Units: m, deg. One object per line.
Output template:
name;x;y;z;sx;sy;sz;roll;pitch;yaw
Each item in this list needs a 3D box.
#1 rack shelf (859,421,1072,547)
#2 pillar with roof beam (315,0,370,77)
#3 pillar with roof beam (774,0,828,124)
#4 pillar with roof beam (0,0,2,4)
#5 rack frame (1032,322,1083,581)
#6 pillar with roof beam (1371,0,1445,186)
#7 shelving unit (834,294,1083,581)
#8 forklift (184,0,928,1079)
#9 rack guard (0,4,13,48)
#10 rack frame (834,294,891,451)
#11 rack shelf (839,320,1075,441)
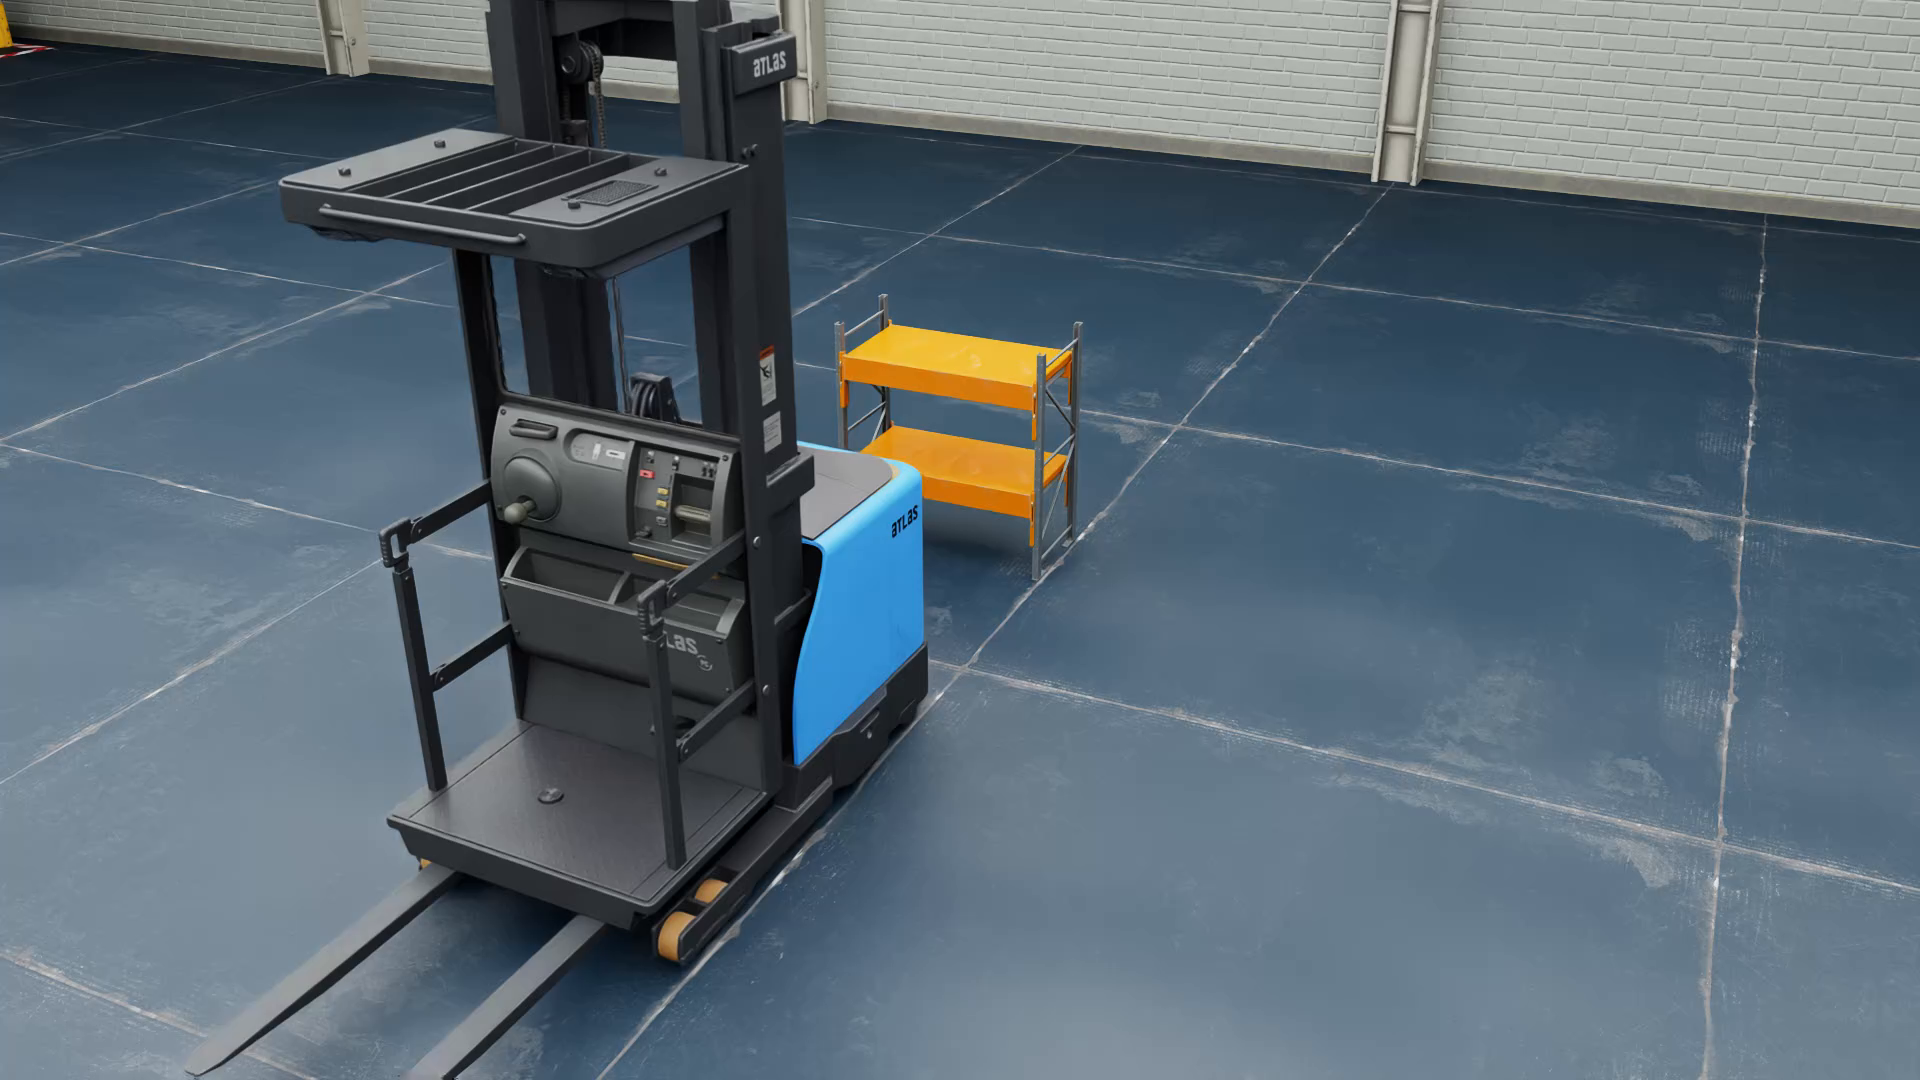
rack shelf;-0.006;-0.287;8.112;1.000;0.278;0.538;11;28;22
pillar with roof beam;-8.833;-7.696;13.694;0.400;9.000;9.100;11;28;22
pillar with roof beam;-3.371;-6.599;11.466;0.400;9.000;9.100;11;28;22
pillar with roof beam;-14.295;-8.793;15.922;0.400;9.000;9.100;11;28;22
rack frame;0.457;-0.413;7.815;0.032;1.125;0.500;11;28;22
pillar with roof beam;2.091;-5.502;9.237;0.400;9.000;9.100;11;28;22
shelving unit;-0.006;-0.506;8.004;1.048;1.125;0.538;11;28;22
forklift;-1.233;-0.153;5.242;1.130;2.935;3.031;12;29;23
rack guard;-12.230;-6.217;20.312;0.348;0.500;1.175;11;28;22
rack frame;-0.469;-0.599;8.193;0.032;1.125;0.500;11;28;22
rack shelf;-0.006;-0.768;7.875;1.000;0.278;0.538;11;28;22
